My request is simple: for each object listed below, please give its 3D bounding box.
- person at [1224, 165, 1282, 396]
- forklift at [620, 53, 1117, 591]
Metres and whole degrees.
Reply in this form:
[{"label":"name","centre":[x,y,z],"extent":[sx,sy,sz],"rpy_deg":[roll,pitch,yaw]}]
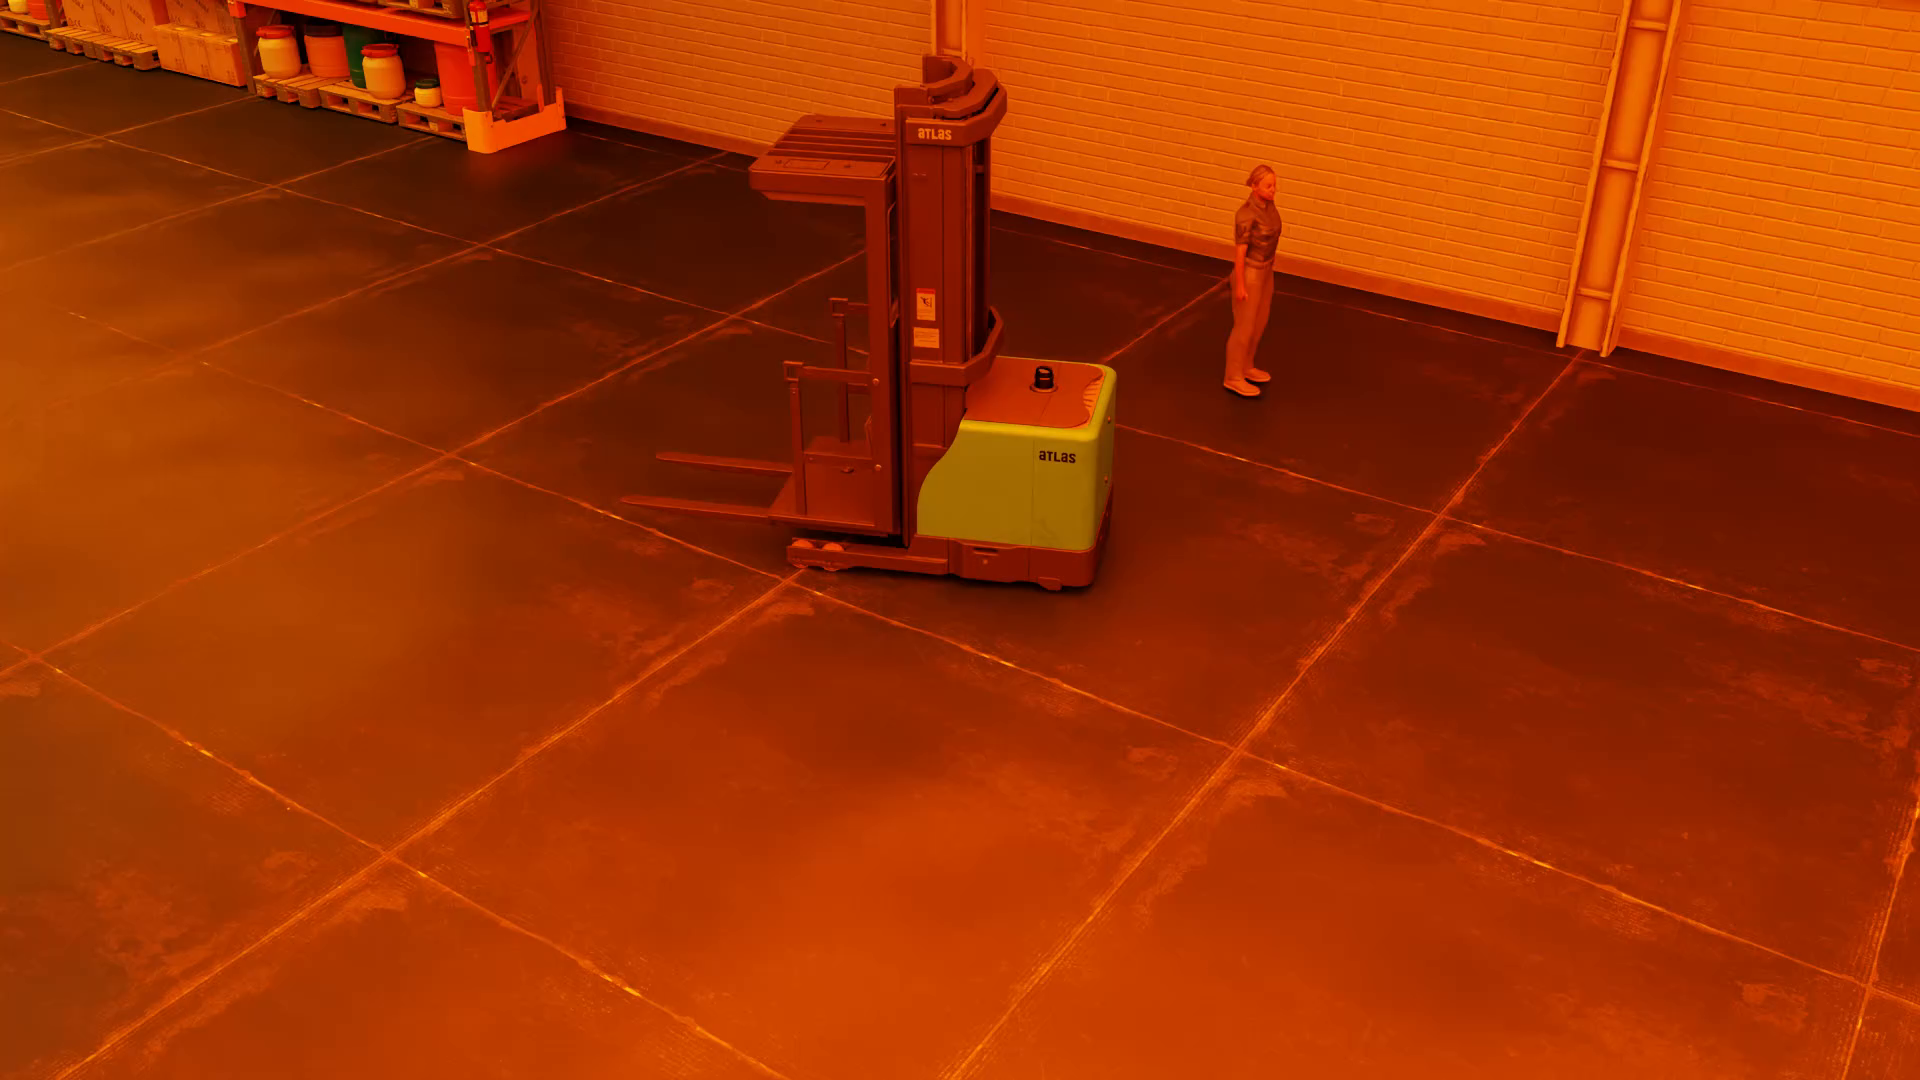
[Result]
[{"label":"person","centre":[2.146,-1.890,12.029],"extent":[0.341,1.661,0.492],"rpy_deg":[18,35,28]},{"label":"forklift","centre":[-0.596,-1.330,9.871],"extent":[3.031,2.935,1.130],"rpy_deg":[6,31,10]}]
